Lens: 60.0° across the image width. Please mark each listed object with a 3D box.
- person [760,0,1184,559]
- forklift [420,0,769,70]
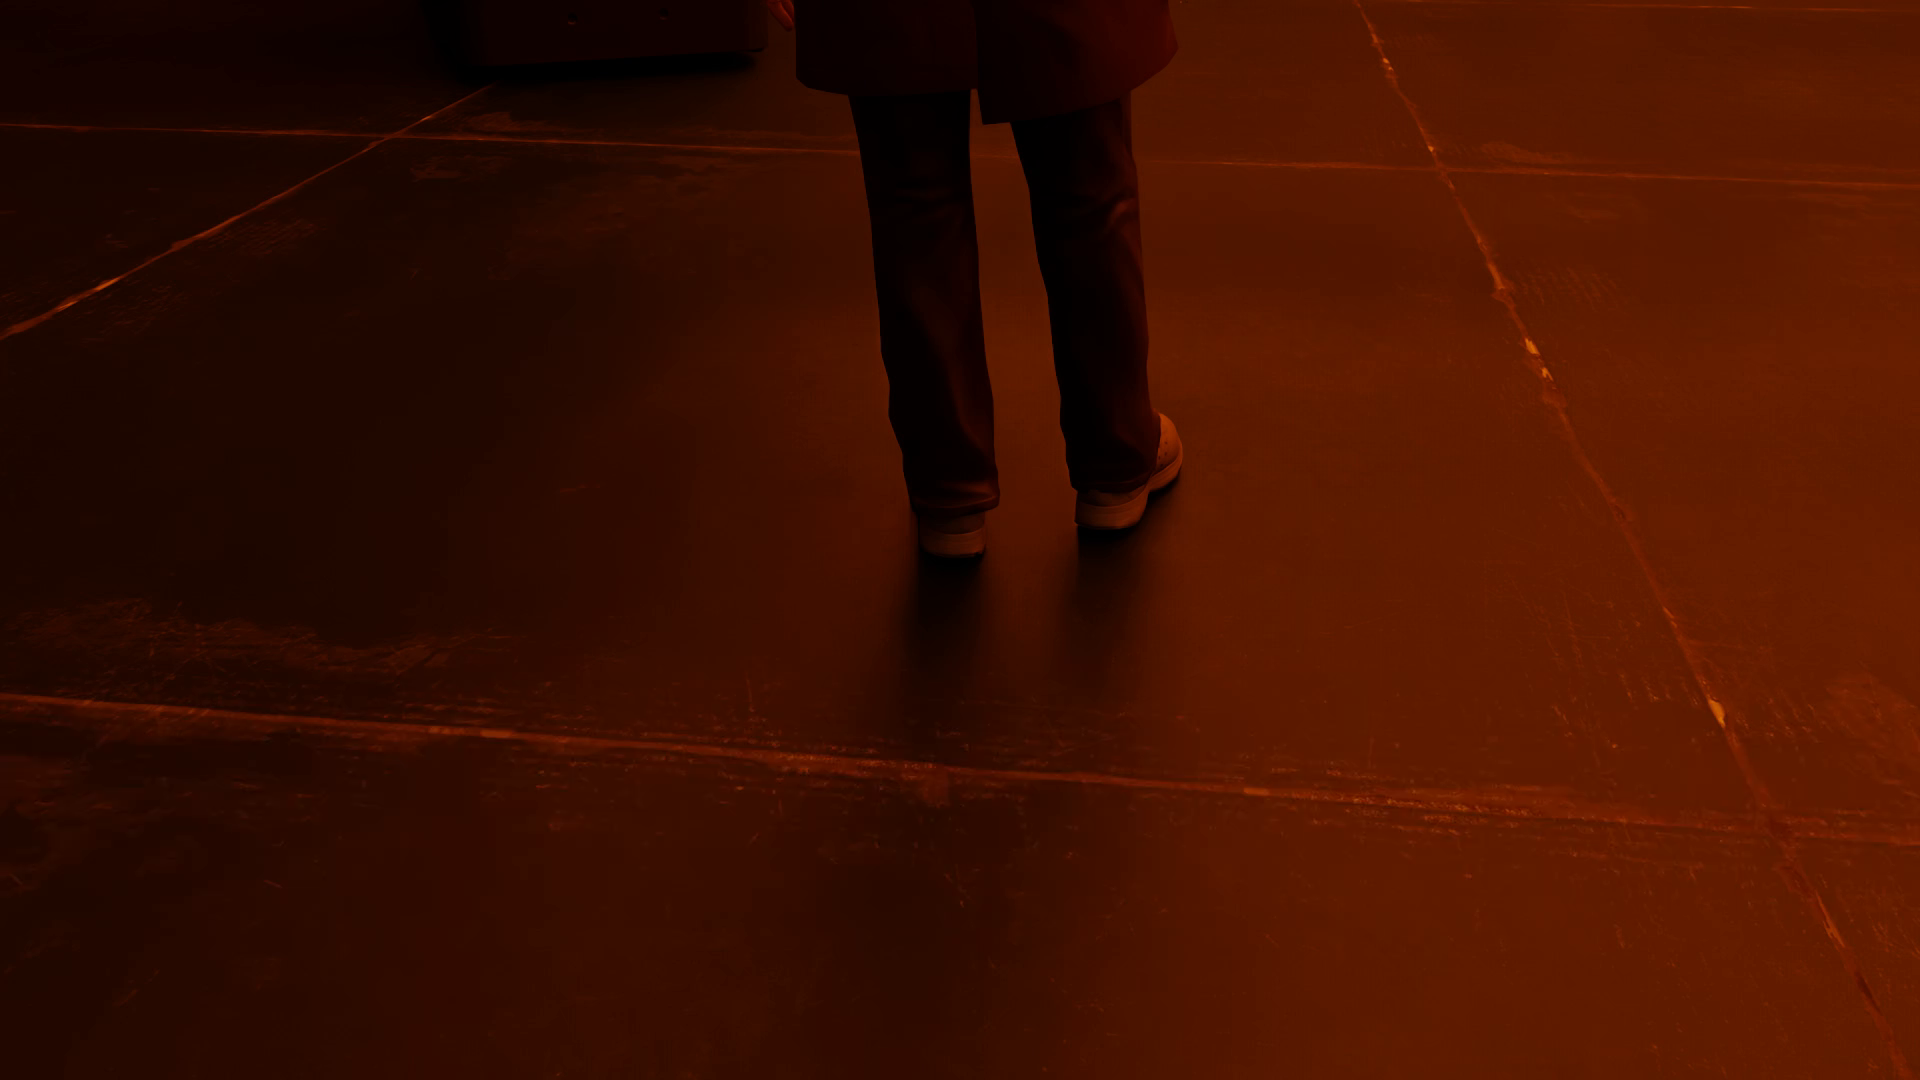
[{"bbox_3d":[0.017,-0.842,2.180,0.696,1.776,0.582,3,27,7],"label":"person"},{"bbox_3d":[-1.634,-3.498,6.229,1.130,2.935,3.031,-9,28,-17],"label":"forklift"}]
